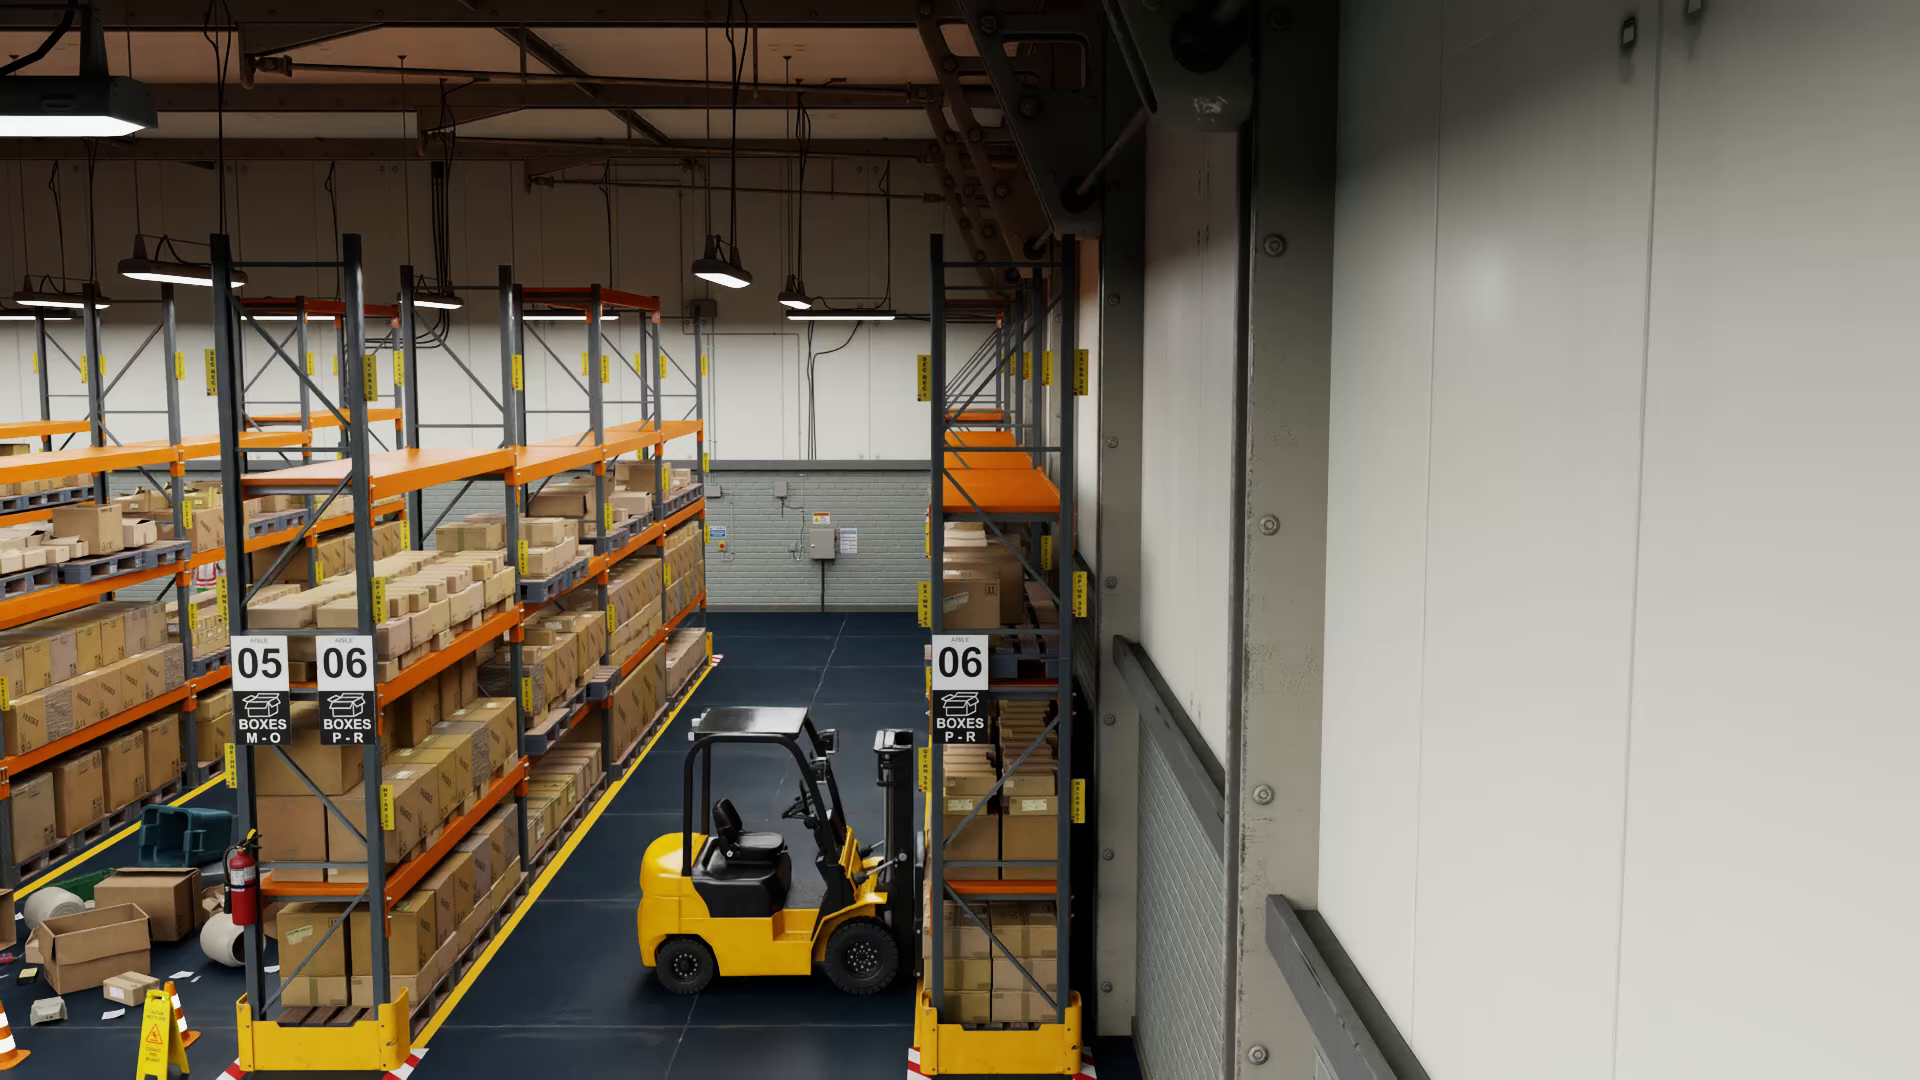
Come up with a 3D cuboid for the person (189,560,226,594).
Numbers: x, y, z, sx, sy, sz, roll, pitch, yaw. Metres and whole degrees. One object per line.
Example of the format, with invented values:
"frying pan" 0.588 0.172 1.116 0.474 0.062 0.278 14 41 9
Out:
"person" -13.915 0.889 30.765 0.710 1.778 0.814 -2 6 -13
